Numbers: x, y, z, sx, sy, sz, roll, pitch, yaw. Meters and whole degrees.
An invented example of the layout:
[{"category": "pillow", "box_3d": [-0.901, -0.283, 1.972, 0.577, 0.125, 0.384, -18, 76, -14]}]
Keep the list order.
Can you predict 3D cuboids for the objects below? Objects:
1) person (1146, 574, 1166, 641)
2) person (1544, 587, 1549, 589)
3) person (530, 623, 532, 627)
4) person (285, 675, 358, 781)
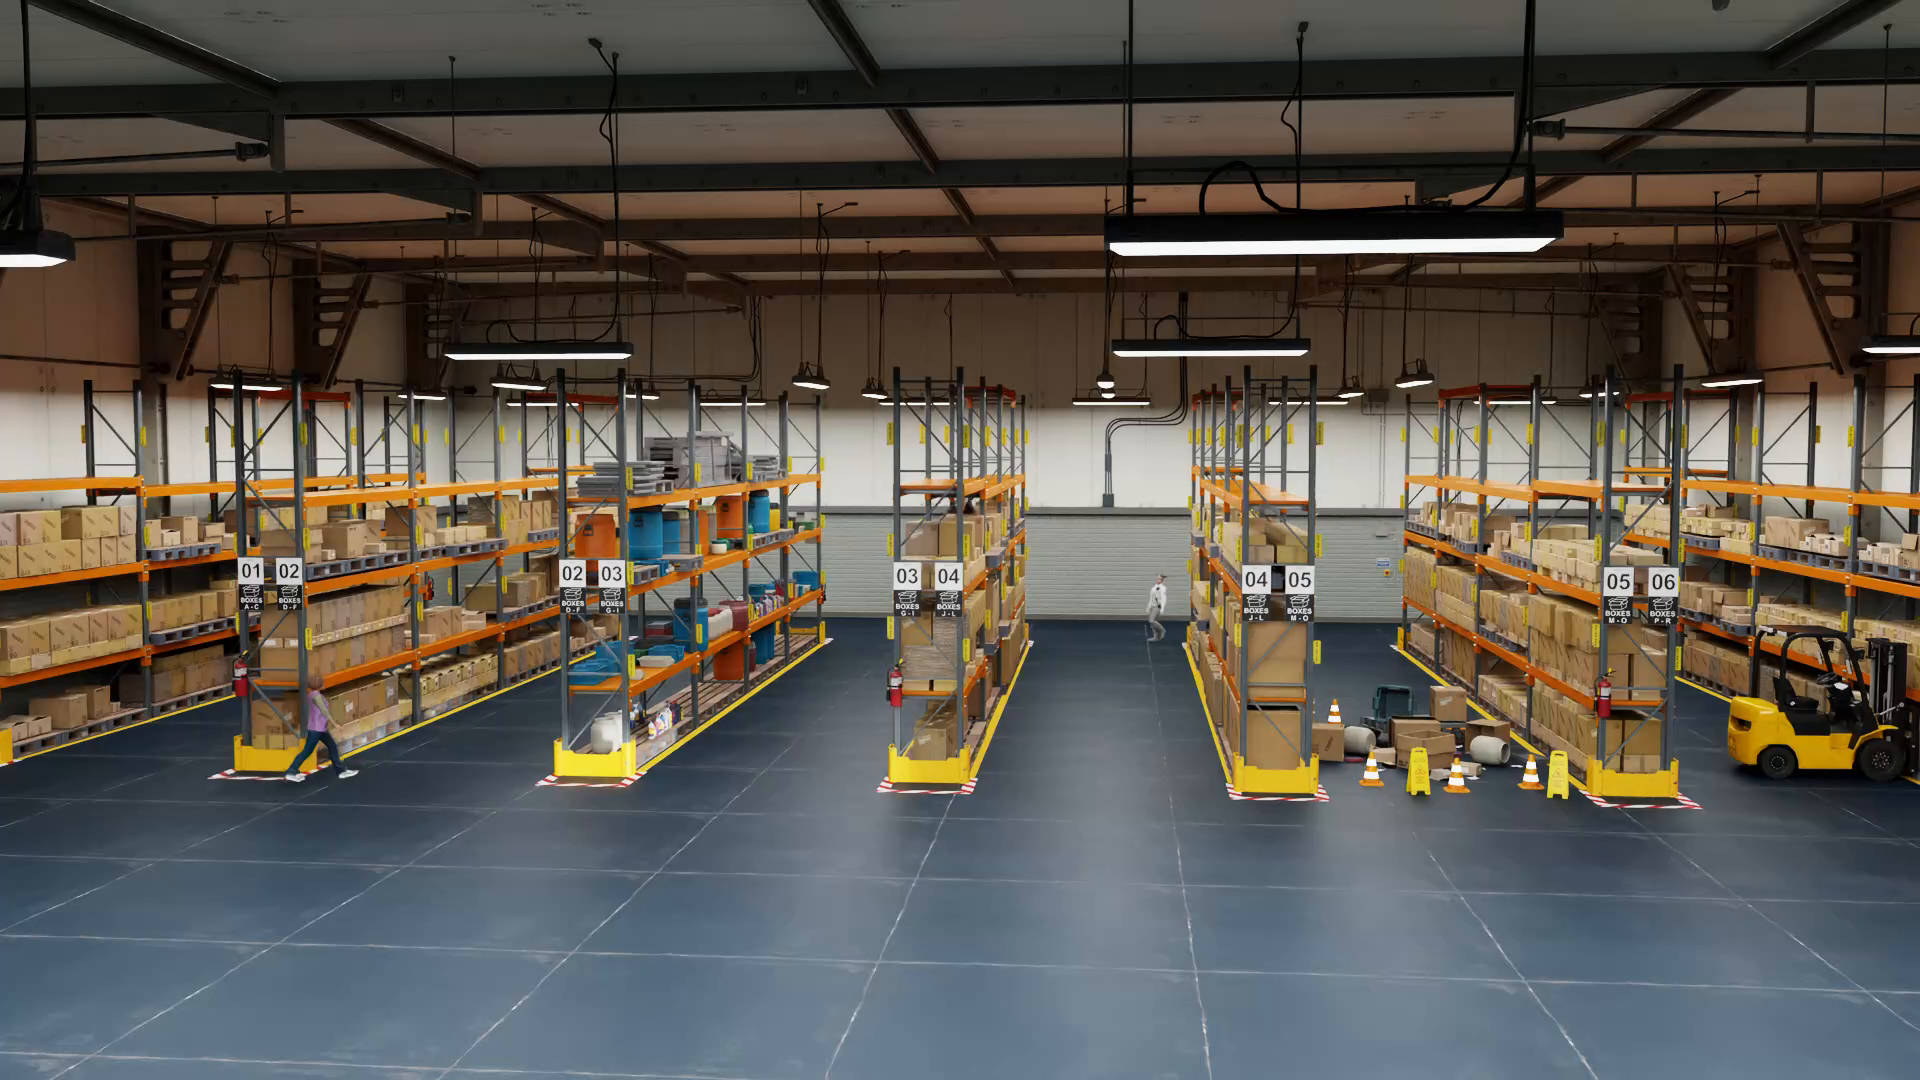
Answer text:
[{"category": "person", "box_3d": [4.781, 1.643, 40.460, 0.481, 1.667, 0.550, -1, 4, -16]}, {"category": "person", "box_3d": [13.146, 1.804, 37.244, 0.463, 1.792, 0.587, 1, 4, 15]}, {"category": "person", "box_3d": [-10.952, 1.533, 42.205, 0.465, 1.697, 0.467, 1, 4, 10]}, {"category": "person", "box_3d": [-9.233, 2.711, 24.025, 0.993, 1.528, 0.388, -1, 4, -20]}]
